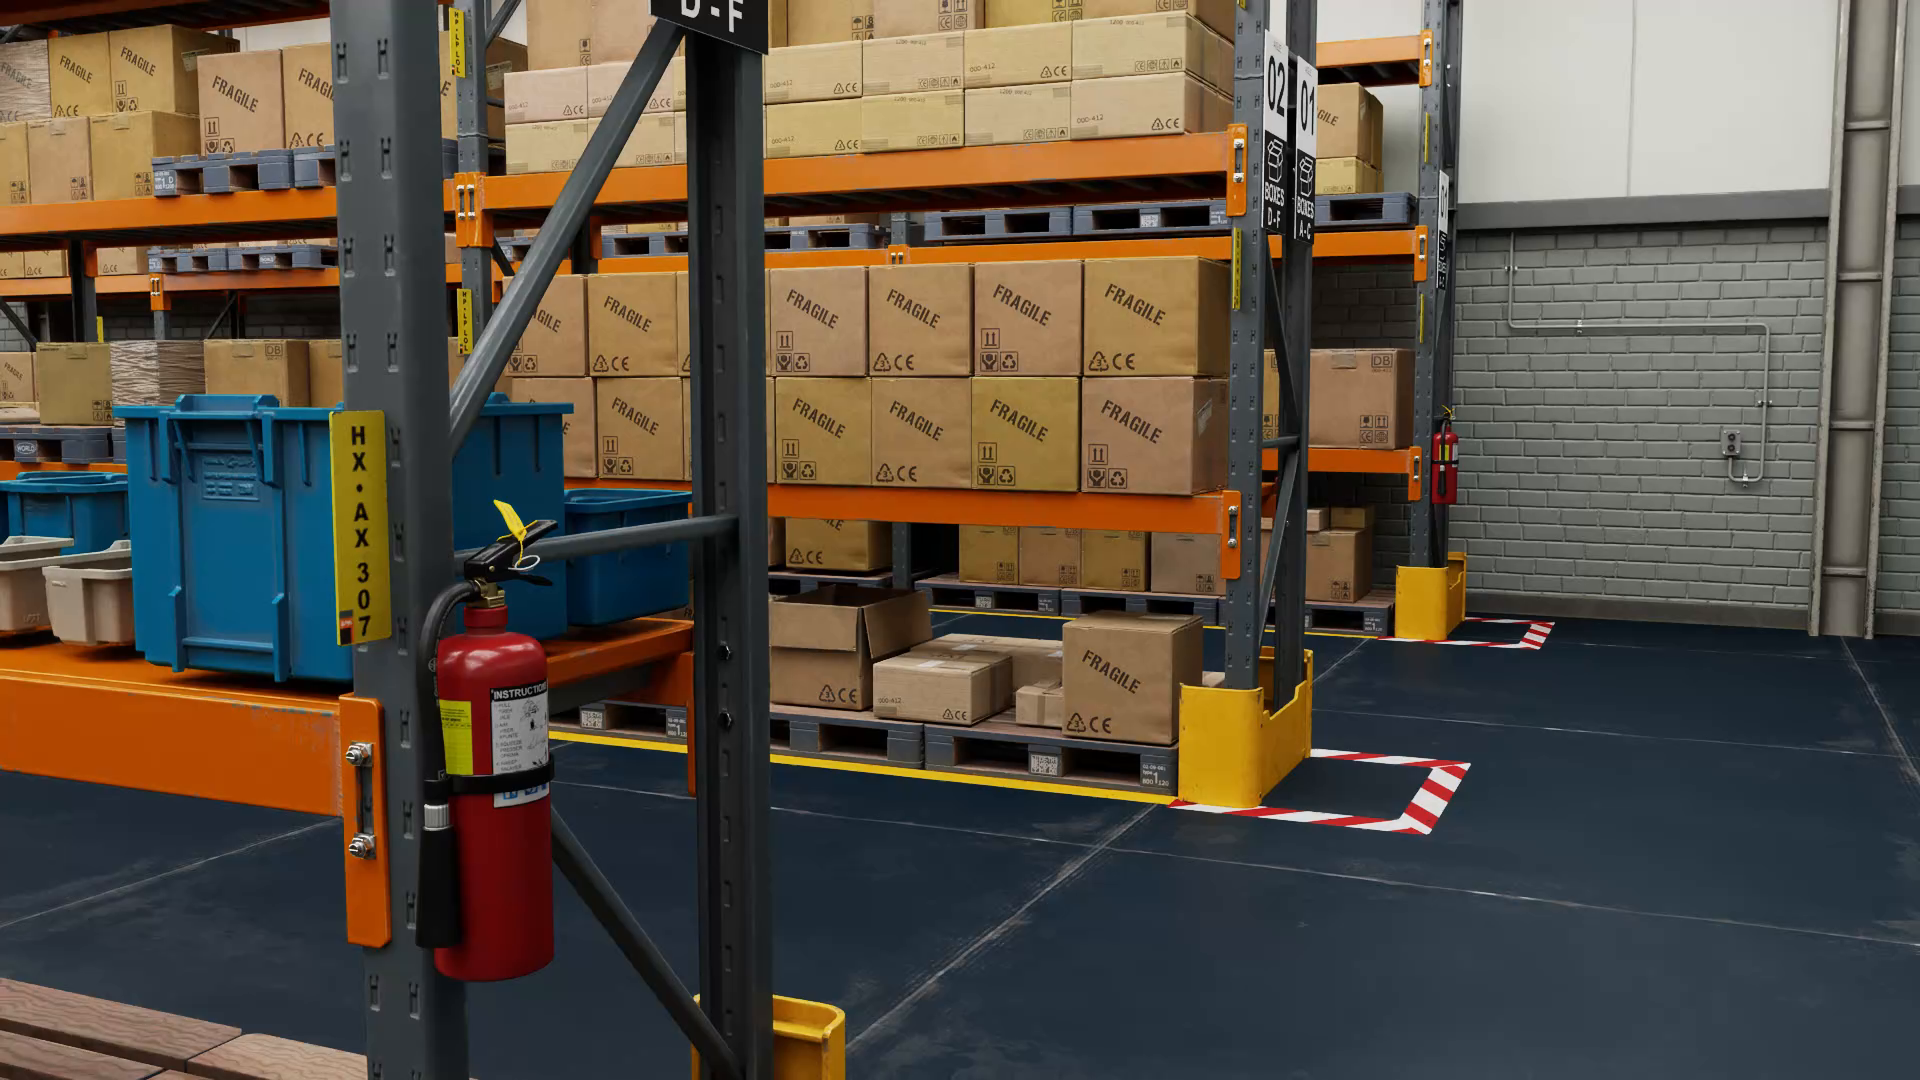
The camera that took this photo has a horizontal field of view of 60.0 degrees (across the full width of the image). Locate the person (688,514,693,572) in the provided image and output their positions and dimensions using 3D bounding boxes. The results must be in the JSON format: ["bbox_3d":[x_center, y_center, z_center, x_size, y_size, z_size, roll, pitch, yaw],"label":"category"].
[{"bbox_3d":[-1.973,-0.138,11.098,1.056,1.671,0.569,3,6,30],"label":"person"}]
